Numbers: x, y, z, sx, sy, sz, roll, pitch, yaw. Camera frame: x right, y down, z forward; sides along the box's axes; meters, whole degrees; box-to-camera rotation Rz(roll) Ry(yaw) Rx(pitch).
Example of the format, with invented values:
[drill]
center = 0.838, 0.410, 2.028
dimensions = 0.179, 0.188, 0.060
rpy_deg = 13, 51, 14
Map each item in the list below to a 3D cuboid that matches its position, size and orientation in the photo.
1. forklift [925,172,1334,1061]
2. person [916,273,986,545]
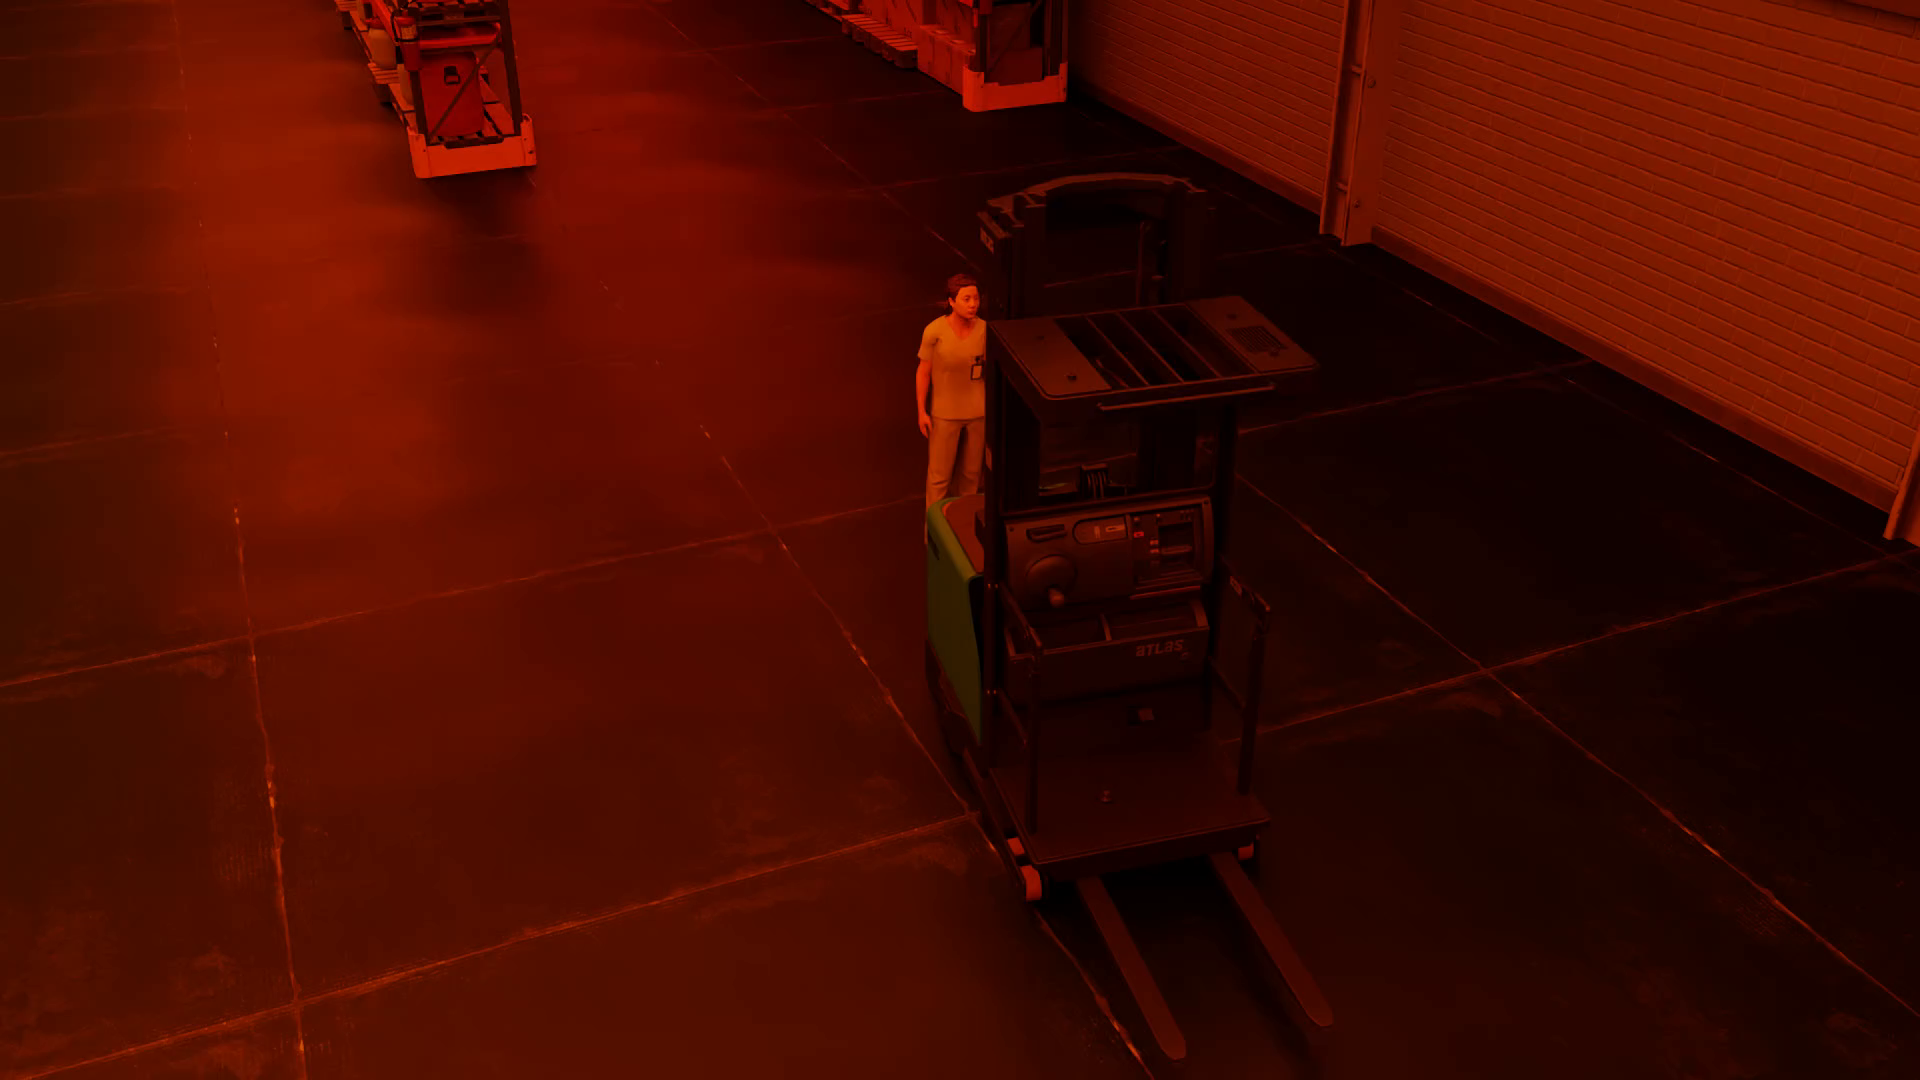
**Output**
[forklift]
center = 0.707, 0.099, 6.946
dimensions = 1.130, 2.935, 3.031
rpy_deg = -8, 31, -14
[person]
center = 0.030, -0.684, 9.573
dimensions = 0.526, 1.677, 0.558
rpy_deg = -8, 31, -13
